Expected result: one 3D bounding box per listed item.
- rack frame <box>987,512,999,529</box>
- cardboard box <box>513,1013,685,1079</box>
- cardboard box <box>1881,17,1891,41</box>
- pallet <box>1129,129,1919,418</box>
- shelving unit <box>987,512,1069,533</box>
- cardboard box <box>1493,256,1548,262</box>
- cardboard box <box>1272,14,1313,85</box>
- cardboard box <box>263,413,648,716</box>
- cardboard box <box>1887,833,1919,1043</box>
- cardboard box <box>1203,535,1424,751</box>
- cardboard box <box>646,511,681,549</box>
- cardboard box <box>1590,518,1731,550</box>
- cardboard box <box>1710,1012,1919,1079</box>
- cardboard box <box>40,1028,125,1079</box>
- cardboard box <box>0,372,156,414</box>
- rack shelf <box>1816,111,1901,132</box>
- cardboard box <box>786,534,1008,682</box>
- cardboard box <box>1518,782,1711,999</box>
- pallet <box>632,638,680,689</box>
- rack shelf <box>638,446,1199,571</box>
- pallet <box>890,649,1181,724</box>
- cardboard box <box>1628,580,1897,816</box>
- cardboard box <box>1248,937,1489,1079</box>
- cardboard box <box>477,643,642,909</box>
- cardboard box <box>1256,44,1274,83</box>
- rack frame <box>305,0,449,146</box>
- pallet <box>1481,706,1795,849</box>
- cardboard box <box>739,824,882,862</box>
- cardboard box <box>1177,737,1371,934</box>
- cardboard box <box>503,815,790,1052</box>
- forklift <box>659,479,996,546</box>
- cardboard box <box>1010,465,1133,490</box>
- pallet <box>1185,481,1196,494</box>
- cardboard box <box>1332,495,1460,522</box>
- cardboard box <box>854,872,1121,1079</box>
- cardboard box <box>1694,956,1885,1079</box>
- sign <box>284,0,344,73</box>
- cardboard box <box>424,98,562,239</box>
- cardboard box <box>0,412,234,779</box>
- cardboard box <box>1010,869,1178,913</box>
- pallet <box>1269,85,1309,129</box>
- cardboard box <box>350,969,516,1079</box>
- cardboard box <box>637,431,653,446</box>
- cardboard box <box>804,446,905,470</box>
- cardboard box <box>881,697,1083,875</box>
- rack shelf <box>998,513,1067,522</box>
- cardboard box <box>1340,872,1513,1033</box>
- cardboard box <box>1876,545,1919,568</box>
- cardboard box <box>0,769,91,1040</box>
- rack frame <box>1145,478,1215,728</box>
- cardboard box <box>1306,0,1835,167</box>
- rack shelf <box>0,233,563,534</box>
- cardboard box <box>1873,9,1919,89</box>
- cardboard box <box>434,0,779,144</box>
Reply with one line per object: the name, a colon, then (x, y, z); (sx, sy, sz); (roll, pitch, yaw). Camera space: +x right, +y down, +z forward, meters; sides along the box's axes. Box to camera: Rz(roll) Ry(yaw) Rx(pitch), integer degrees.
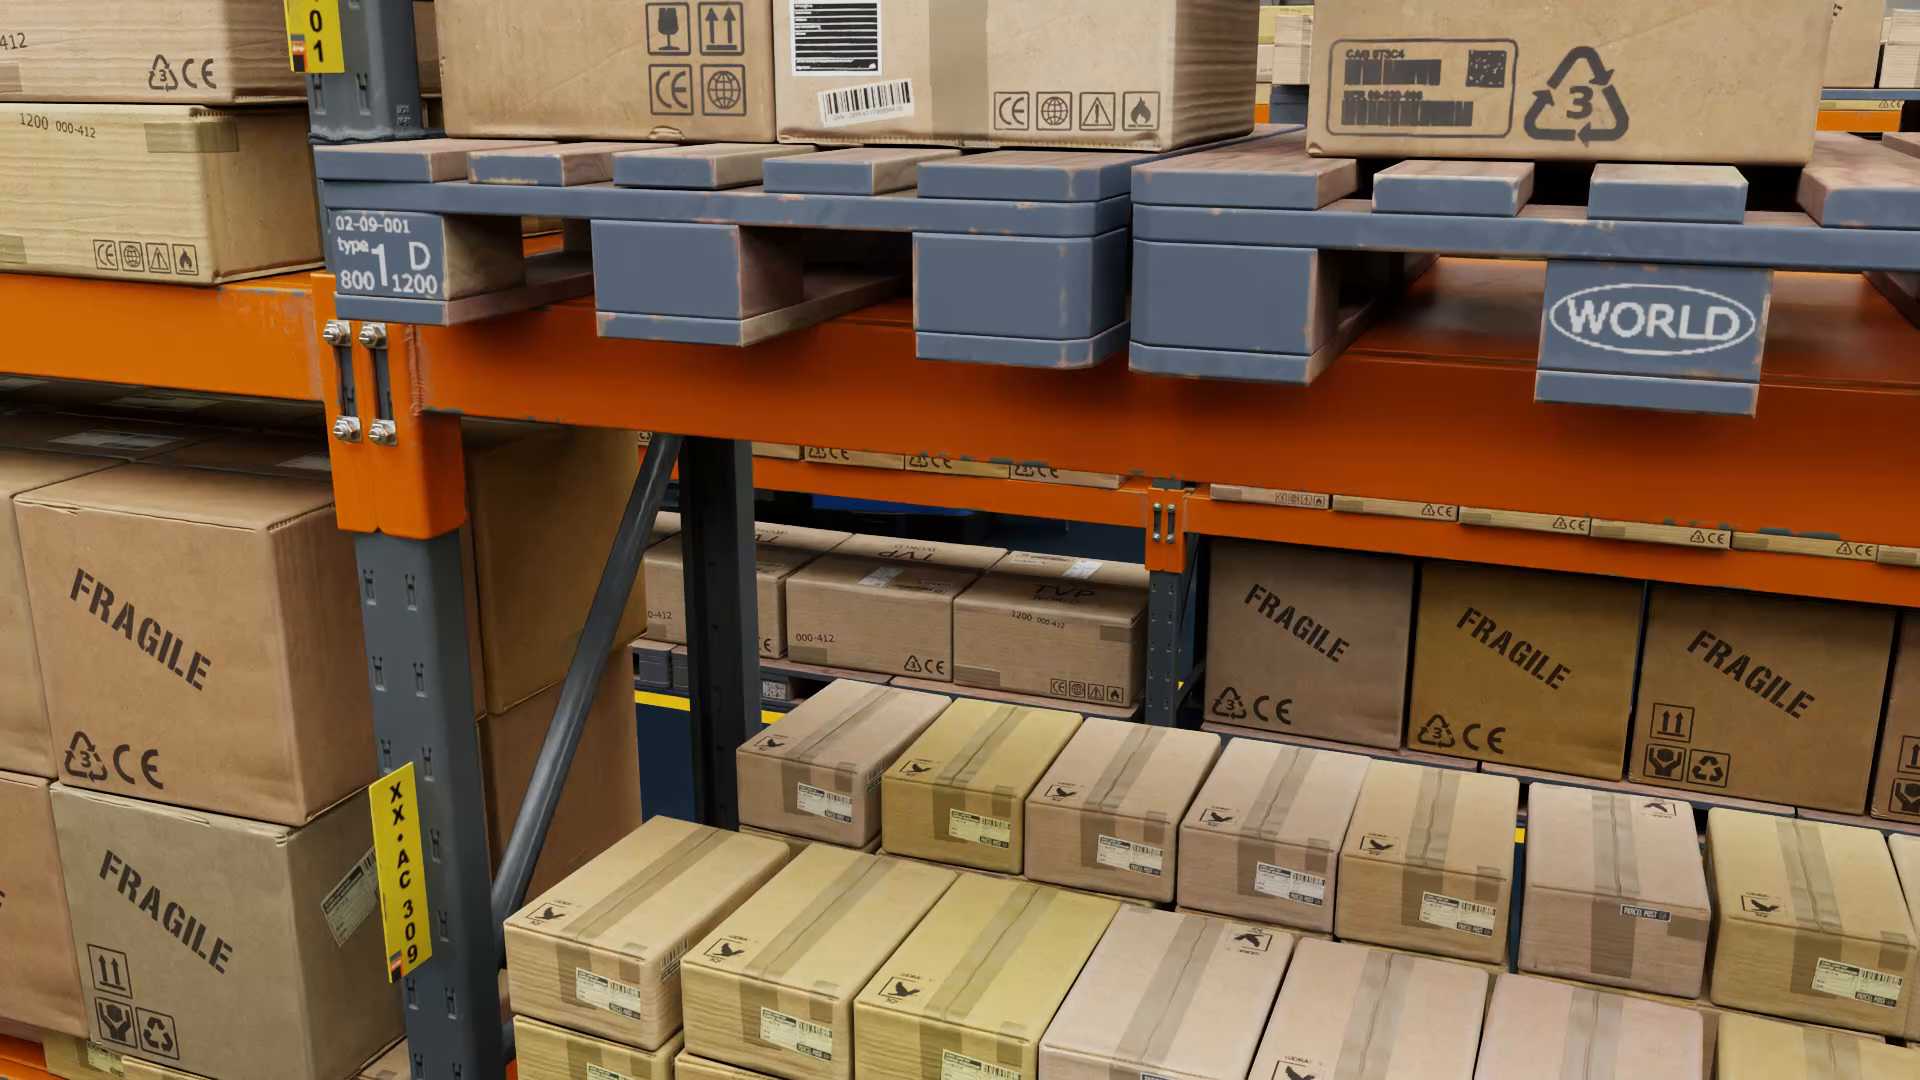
rack frame: (0.328, -1.137, 11.432); (0.015, 2.100, 0.400); (4, -15, 10)
cardboard box: (-0.451, 0.712, 2.504); (0.250, 0.149, 0.380); (7, 17, 22)
cardboard box: (5.712, -3.126, 10.201); (0.250, 0.149, 0.380); (6, 17, 19)
pallet: (0.852, -0.378, 2.052); (1.003, 0.211, 1.213); (6, 17, 21)
shelving unit: (0.568, -1.122, 11.388); (0.503, 2.100, 0.431); (4, -15, 10)
cardboard box: (2.529, -0.957, 7.119); (0.500, 0.500, 0.500); (7, 18, 22)
cardboard box: (1.410, -1.954, 6.630); (0.258, 0.266, 0.396); (6, 17, 20)
cardboard box: (-0.979, -0.004, 3.301); (0.500, 0.500, 0.500); (7, 17, 22)
cardboard box: (1.490, 0.587, 2.401); (0.250, 0.149, 0.380); (7, 18, 22)
cardboard box: (1.679, 0.344, 7.668); (0.875, 0.875, 0.875); (7, 18, 22)
cardboard box: (-1.997, 0.143, 9.142); (0.875, 0.438, 0.875); (6, 17, 19)
cardboard box: (2.800, -0.170, 6.647); (0.500, 0.250, 0.500); (6, 17, 20)
cardboard box: (1.004, 0.728, 1.916); (0.250, 0.149, 0.380); (7, 18, 22)
cardboard box: (-1.507, 0.888, 3.187); (0.250, 0.149, 0.380); (7, 18, 23)
cardboard box: (-1.925, -0.113, 3.675); (0.500, 0.500, 0.500); (7, 17, 22)
rack shelf: (4.751, -2.696, 10.990); (4.000, 0.370, 1.077); (6, 17, 21)
cardboard box: (-0.305, 0.327, 8.508); (0.875, 0.438, 0.875); (6, 17, 19)
cardboard box: (1.008, 0.534, 2.586); (0.250, 0.149, 0.380); (5, 17, 18)
pallet: (-1.875, 0.474, 9.163); (1.213, 0.211, 1.003); (6, 17, 21)
rack shelf: (-0.787, -0.377, 8.382); (4.000, 0.370, 1.077); (6, 17, 21)
pallet: (0.394, 0.723, 8.304); (1.213, 0.211, 1.003); (6, 17, 21)
cardboard box: (3.354, 0.526, 7.041); (0.875, 0.875, 0.875); (7, 17, 21)
cardboard box: (0.517, 0.675, 2.098); (0.250, 0.149, 0.380); (6, 17, 20)
cardboard box: (-1.017, 0.469, 3.463); (0.500, 0.500, 0.500); (6, 17, 20)
cardboard box: (2.350, -3.301, 11.520); (0.500, 0.250, 0.500); (6, 17, 21)
rack frame: (-0.649, -2.105, 2.283); (0.127, 3.000, 1.000); (6, 17, 21)
pallet: (2.957, 1.005, 7.333); (1.213, 0.211, 1.003); (6, 17, 21)
cardboard box: (-0.206, 0.542, 3.090); (0.250, 0.149, 0.380); (7, 18, 22)
cardboard box: (0.530, 0.481, 2.767); (0.250, 0.149, 0.380); (6, 17, 20)
cardboard box: (-0.451, 0.569, 2.463); (0.250, 0.149, 0.380); (7, 18, 23)
forklift: (-1.303, -1.480, 11.015); (3.031, 2.935, 1.130); (3, 16, 10)
cardboard box: (0.548, -0.547, 7.498); (0.500, 0.500, 0.500); (6, 17, 21)
pallet: (2.252, -0.537, 12.644); (1.213, 0.211, 1.003); (6, 17, 21)
cardboard box: (1.868, -0.280, 7.026); (0.500, 0.250, 0.500); (6, 17, 19)
cardboard box: (0.048, 0.623, 2.278); (0.250, 0.149, 0.380); (6, 17, 21)
cardboard box: (1.245, 0.702, 2.539); (0.250, 0.149, 0.380); (7, 18, 23)
sign: (-0.841, -0.771, 2.141); (0.005, 0.325, 0.100); (6, 17, 21)
cardboard box: (-0.983, -0.708, 3.121); (0.500, 0.250, 0.500); (7, 18, 23)
cardboard box: (-1.668, 0.076, 3.026); (0.500, 0.500, 0.500); (6, 17, 19)
cardboard box: (0.269, 0.595, 2.909); (0.250, 0.149, 0.380); (7, 18, 23)
pallet: (1.944, -1.785, 6.907); (1.217, 0.209, 0.805); (6, 17, 18)
cardboard box: (-1.001, 0.928, 3.046); (0.250, 0.149, 0.380); (6, 17, 20)
cardboard box: (-1.359, -0.750, 8.198); (0.500, 0.500, 0.500); (6, 17, 20)
cardboard box: (-0.406, -0.646, 7.839); (0.500, 0.500, 0.500); (6, 17, 20)
cardboard box: (0.046, 0.427, 2.952); (0.250, 0.149, 0.380); (6, 17, 19)
rack shelf: (0.491, -0.437, 11.202); (0.480, 0.518, 0.431); (4, -15, 10)
cardboard box: (0.766, 0.649, 2.723); (0.250, 0.149, 0.380); (5, 17, 18)
cardboard box: (3.747, -0.069, 6.301); (0.500, 0.250, 0.500); (7, 17, 22)
cardboard box: (-1.685, 0.556, 3.166); (0.500, 0.500, 0.500); (6, 17, 19)
rack frame: (1.073, -0.518, 7.577); (0.127, 3.000, 1.000); (6, 17, 21)
cardboard box: (0.740, -0.723, 1.966); (0.637, 0.503, 0.797); (6, 17, 20)
rack shelf: (-2.510, -0.523, 3.506); (4.000, 0.370, 1.077); (6, 17, 21)
cardboard box: (3.385, -1.736, 5.882); (0.258, 0.266, 0.396); (6, 17, 19)
cardboard box: (-0.337, -0.847, 2.397); (0.500, 0.500, 0.700); (6, 17, 21)
